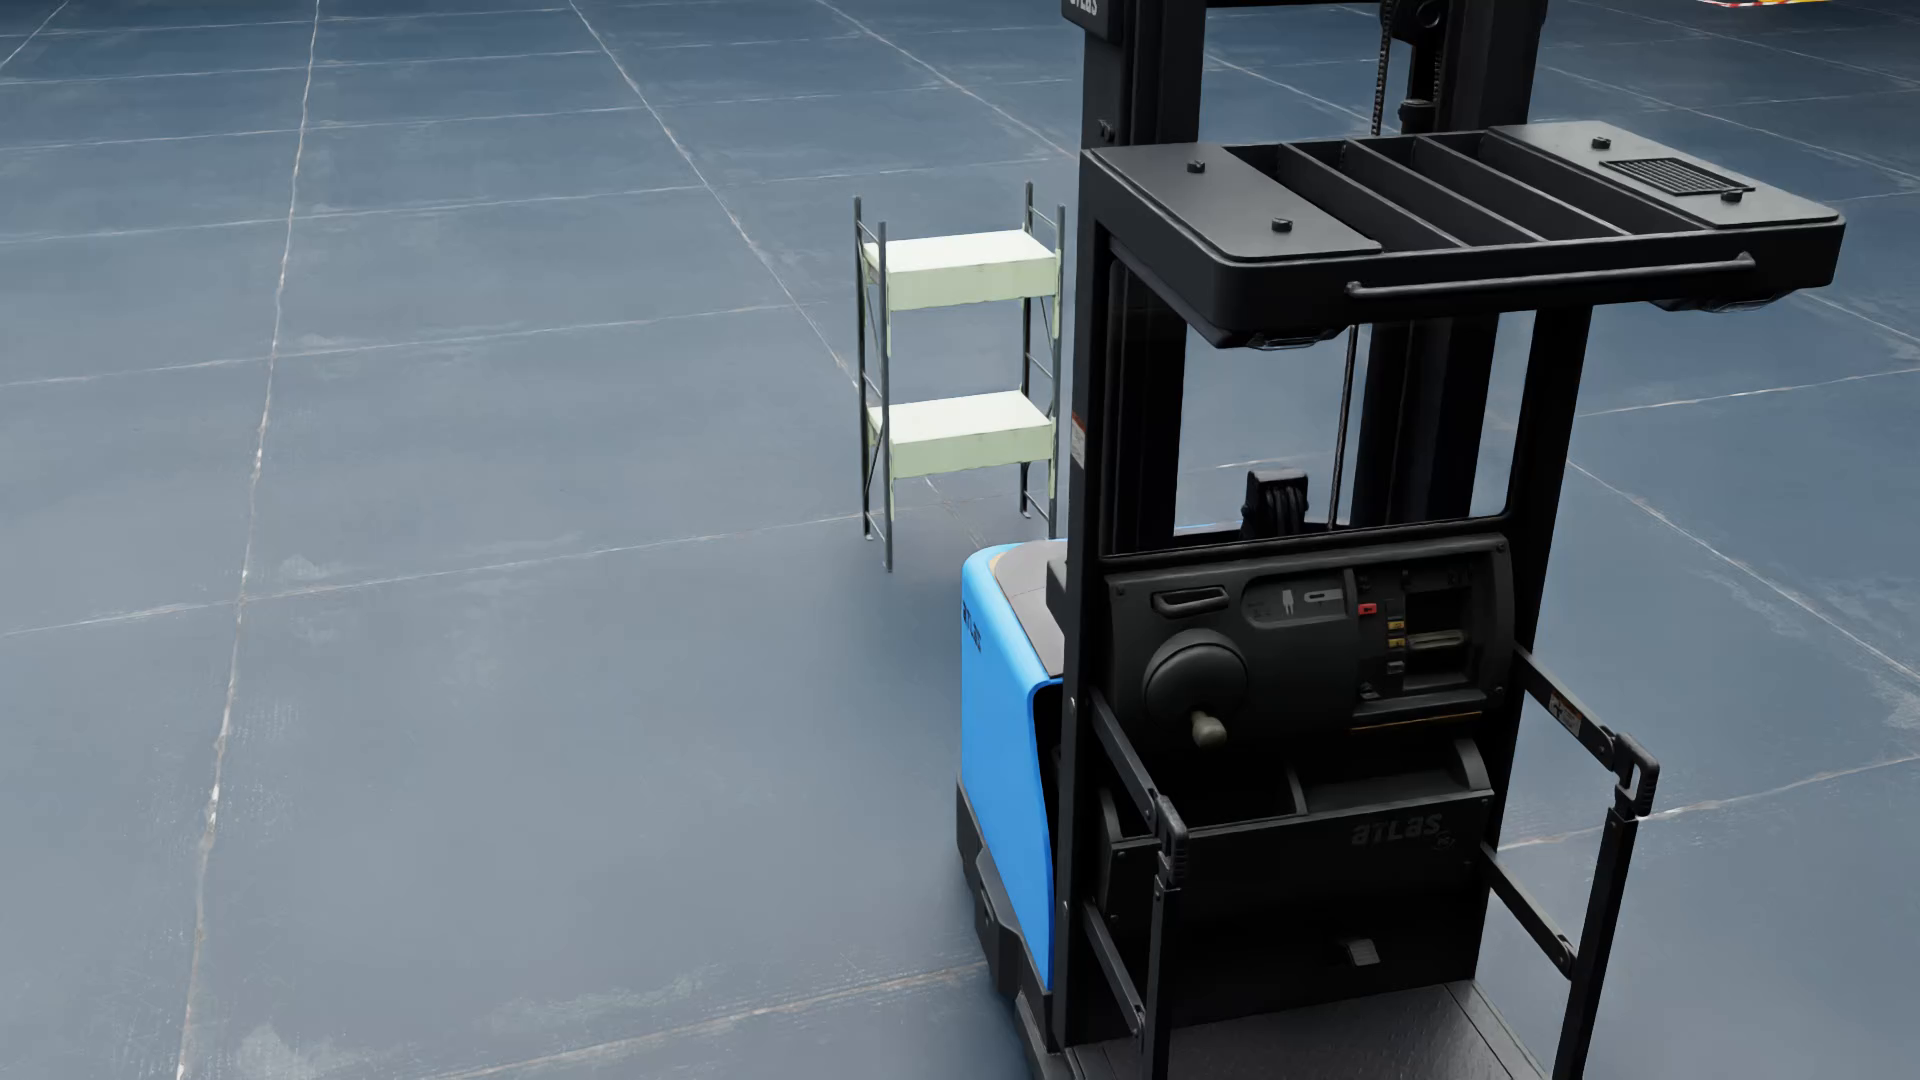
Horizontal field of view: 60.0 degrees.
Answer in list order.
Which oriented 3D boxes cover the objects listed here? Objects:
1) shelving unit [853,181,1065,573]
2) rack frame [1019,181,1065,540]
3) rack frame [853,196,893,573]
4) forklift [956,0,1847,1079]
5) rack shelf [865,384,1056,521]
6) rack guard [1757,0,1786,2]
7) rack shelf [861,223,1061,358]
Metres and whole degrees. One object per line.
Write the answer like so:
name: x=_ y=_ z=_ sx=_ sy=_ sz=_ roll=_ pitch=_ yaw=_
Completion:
shelving unit: x=-0.006 y=-0.671 z=6.915 sx=0.755 sy=1.500 sz=0.431 roll=-8 pitch=28 yaw=-16
rack frame: x=0.342 y=-0.721 z=7.016 sx=0.023 sy=1.500 sz=0.400 roll=-8 pitch=28 yaw=-16
rack frame: x=-0.354 y=-0.620 z=6.813 sx=0.023 sy=1.500 sz=0.400 roll=-8 pitch=28 yaw=-16
forklift: x=0.823 y=0.260 z=3.431 sx=1.130 sy=2.935 sz=3.031 roll=-6 pitch=27 yaw=-12
rack shelf: x=-0.006 y=-0.379 z=7.060 sx=0.720 sy=0.370 sz=0.431 roll=-8 pitch=28 yaw=-16
rack guard: x=10.054 y=-7.214 z=21.219 sx=0.348 sy=0.500 sz=1.175 roll=-8 pitch=28 yaw=-16
rack shelf: x=-0.006 y=-1.020 z=6.741 sx=0.720 sy=0.370 sz=0.431 roll=-8 pitch=28 yaw=-16
